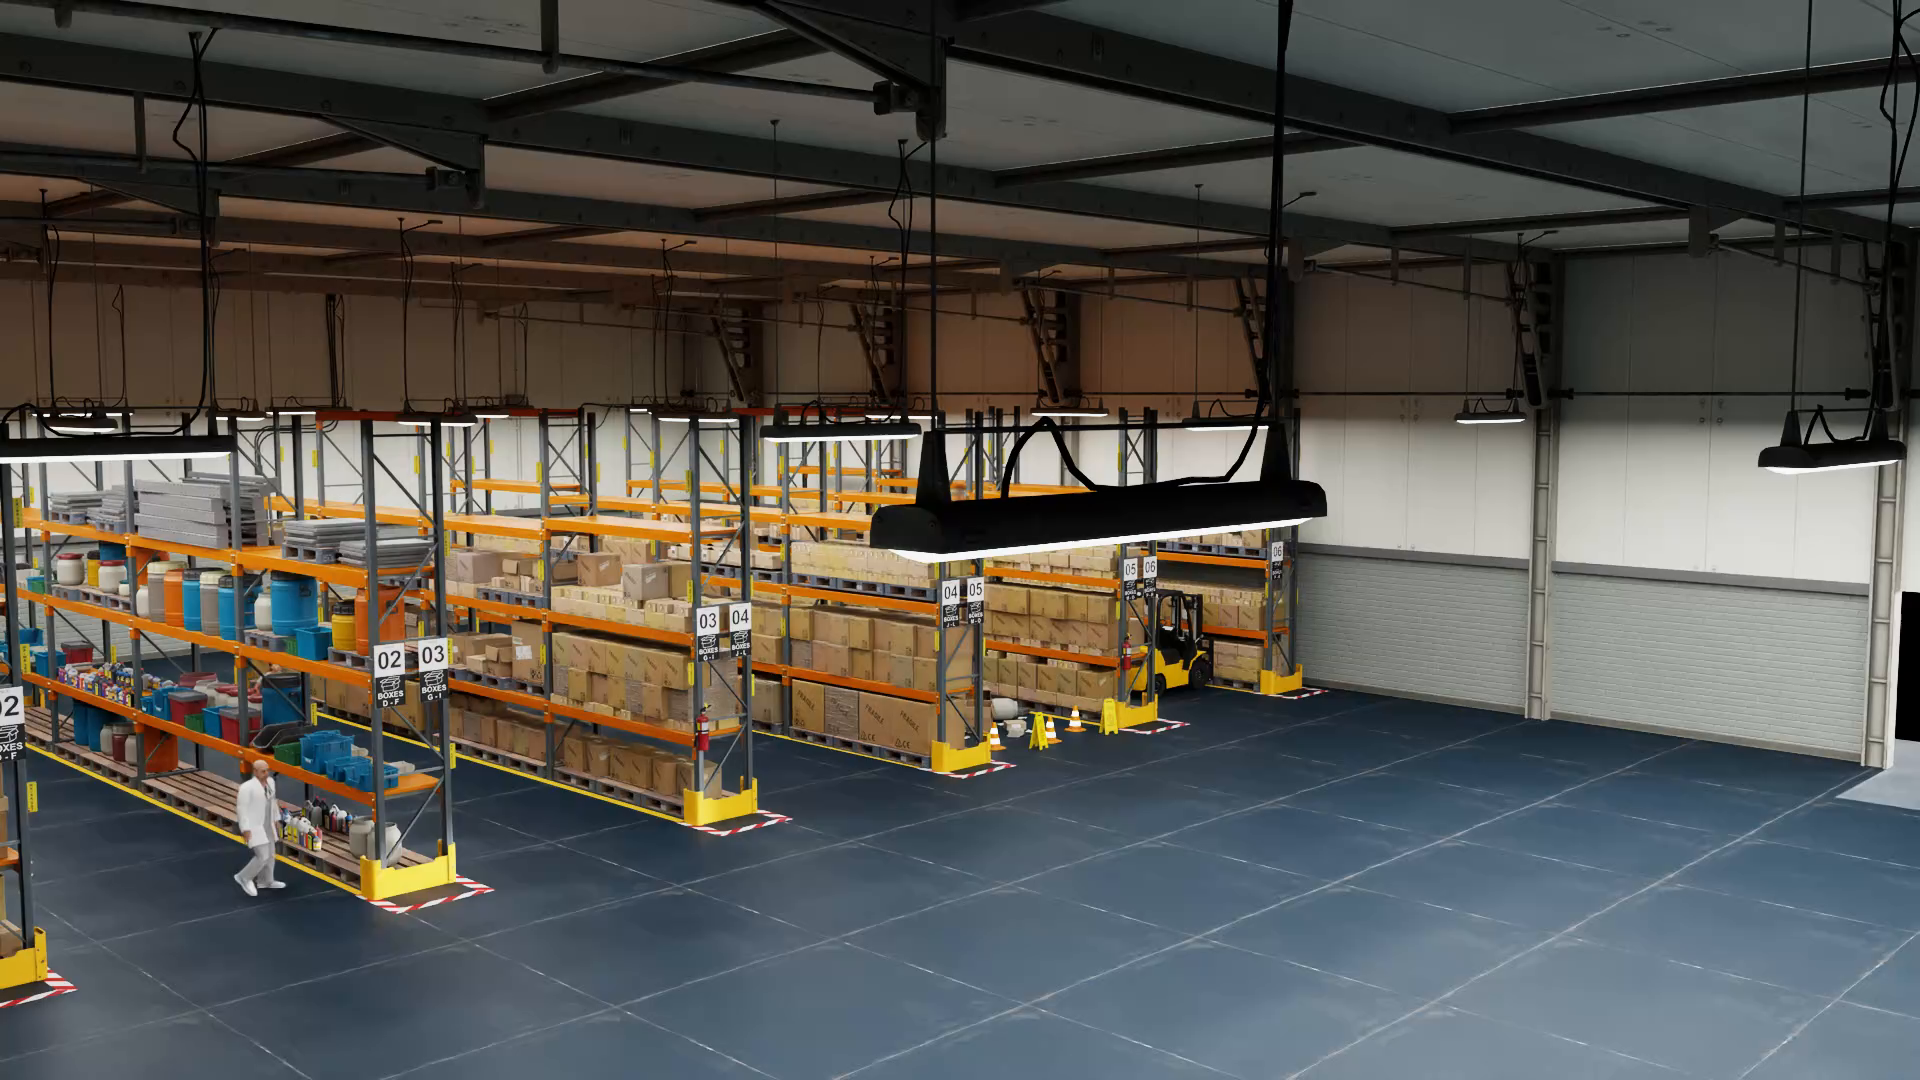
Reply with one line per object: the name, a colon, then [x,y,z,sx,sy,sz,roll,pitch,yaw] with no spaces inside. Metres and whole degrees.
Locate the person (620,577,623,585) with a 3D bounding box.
person: [-9.114,1.566,44.108,0.623,1.775,0.812,3,6,31]

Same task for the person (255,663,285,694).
person: [-12.081,2.901,29.402,0.630,1.648,0.579,4,6,39]

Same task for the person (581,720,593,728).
person: [-6.981,2.706,31.521,0.694,1.706,0.593,3,6,29]

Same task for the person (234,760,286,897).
person: [-8.803,3.604,20.907,0.541,1.747,0.681,1,5,15]
